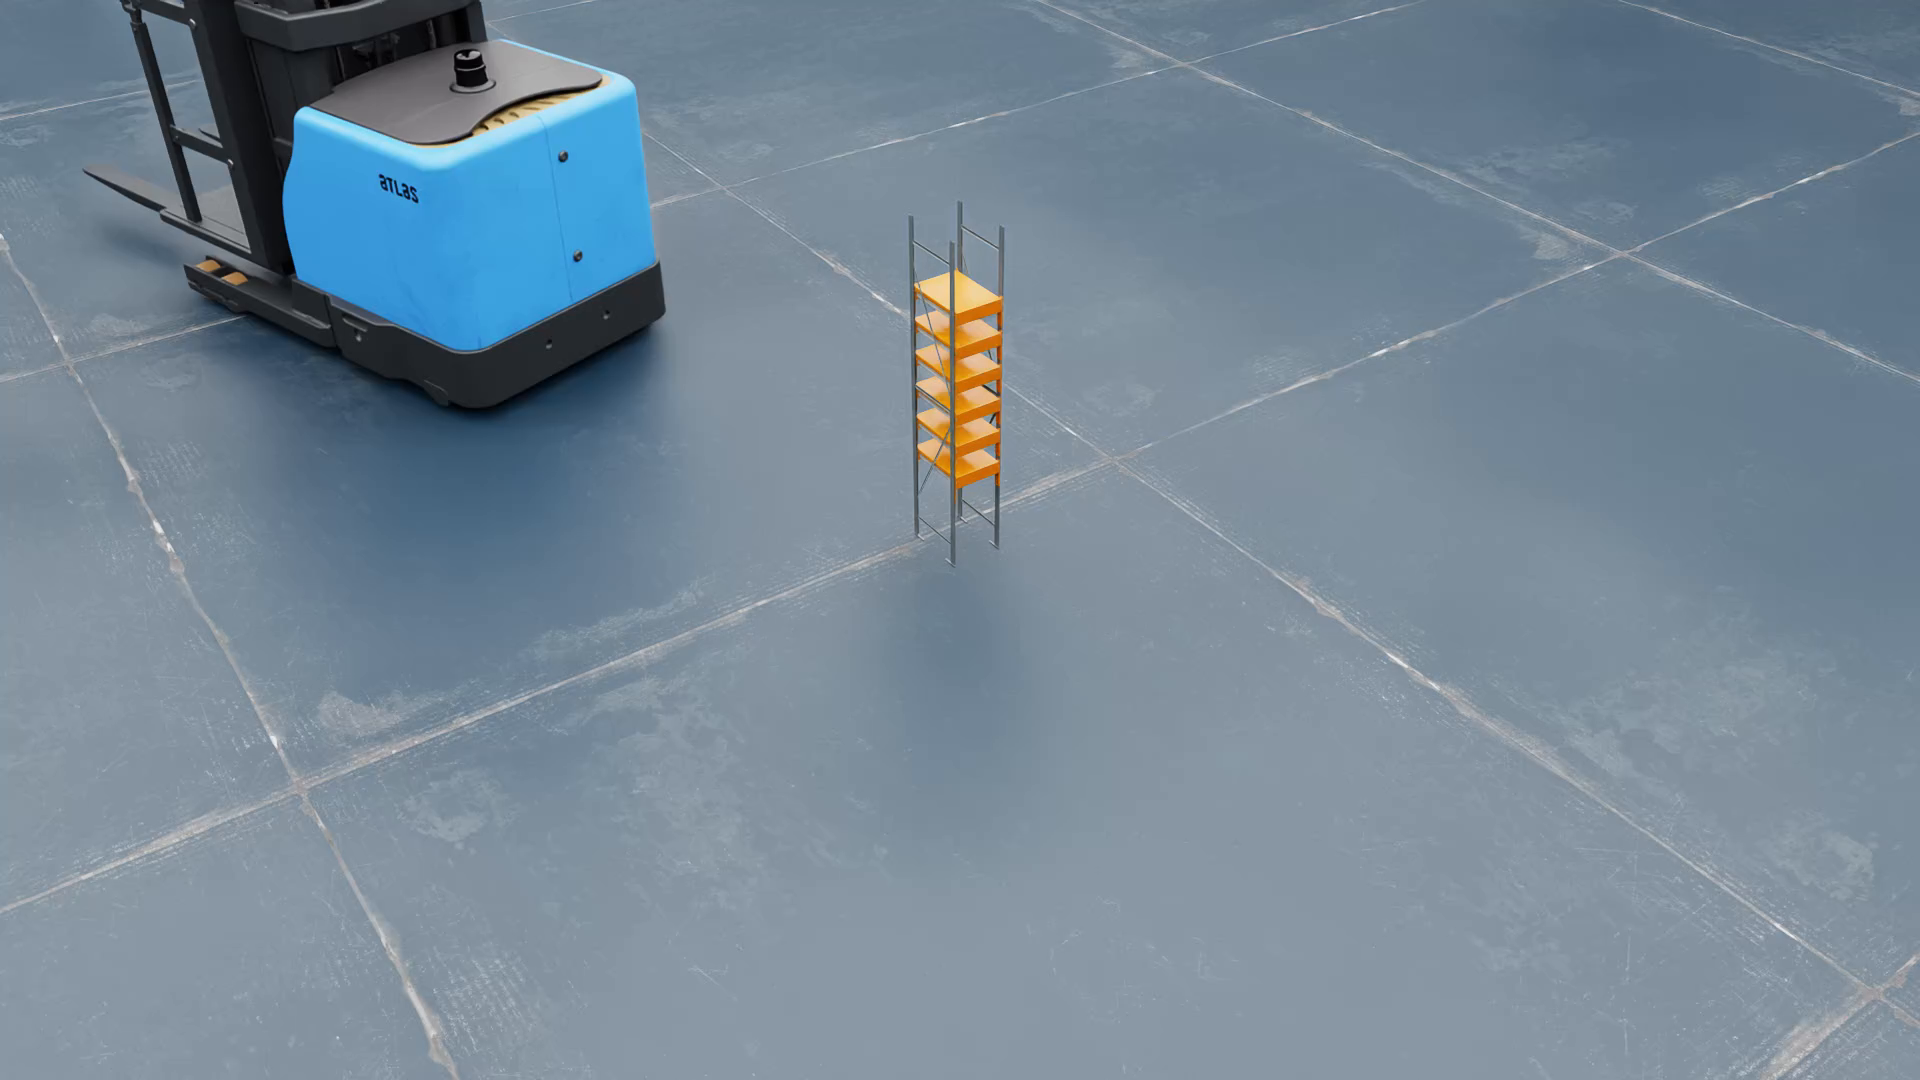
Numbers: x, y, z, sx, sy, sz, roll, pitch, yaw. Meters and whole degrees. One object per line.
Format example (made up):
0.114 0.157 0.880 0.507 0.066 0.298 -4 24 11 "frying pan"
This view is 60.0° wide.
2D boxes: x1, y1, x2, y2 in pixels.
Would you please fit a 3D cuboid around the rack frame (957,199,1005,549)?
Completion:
0.063 -0.513 5.436 0.006 1.200 0.240 -22 41 -28 "rack frame"

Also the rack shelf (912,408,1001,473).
-0.012 -0.349 5.489 0.180 0.103 0.258 -22 41 -28 "rack shelf"

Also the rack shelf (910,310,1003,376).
-0.012 -0.641 5.279 0.180 0.103 0.258 -22 41 -28 "rack shelf"

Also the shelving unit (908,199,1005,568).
-0.012 -0.482 5.393 0.189 1.200 0.258 -22 41 -28 "shelving unit"

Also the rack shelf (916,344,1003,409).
-0.012 -0.544 5.349 0.180 0.103 0.258 -22 41 -28 "rack shelf"

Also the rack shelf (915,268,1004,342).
-0.012 -0.738 5.209 0.180 0.103 0.258 -22 41 -28 "rack shelf"

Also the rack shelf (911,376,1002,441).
-0.012 -0.446 5.419 0.180 0.103 0.258 -22 41 -28 "rack shelf"

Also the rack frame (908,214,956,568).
-0.087 -0.451 5.350 0.006 1.200 0.240 -22 41 -28 "rack frame"

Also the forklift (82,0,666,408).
-2.713 -2.384 6.554 3.031 2.935 1.130 24 42 29 "forklift"

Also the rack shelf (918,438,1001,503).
-0.012 -0.251 5.559 0.180 0.103 0.258 -22 41 -28 "rack shelf"
